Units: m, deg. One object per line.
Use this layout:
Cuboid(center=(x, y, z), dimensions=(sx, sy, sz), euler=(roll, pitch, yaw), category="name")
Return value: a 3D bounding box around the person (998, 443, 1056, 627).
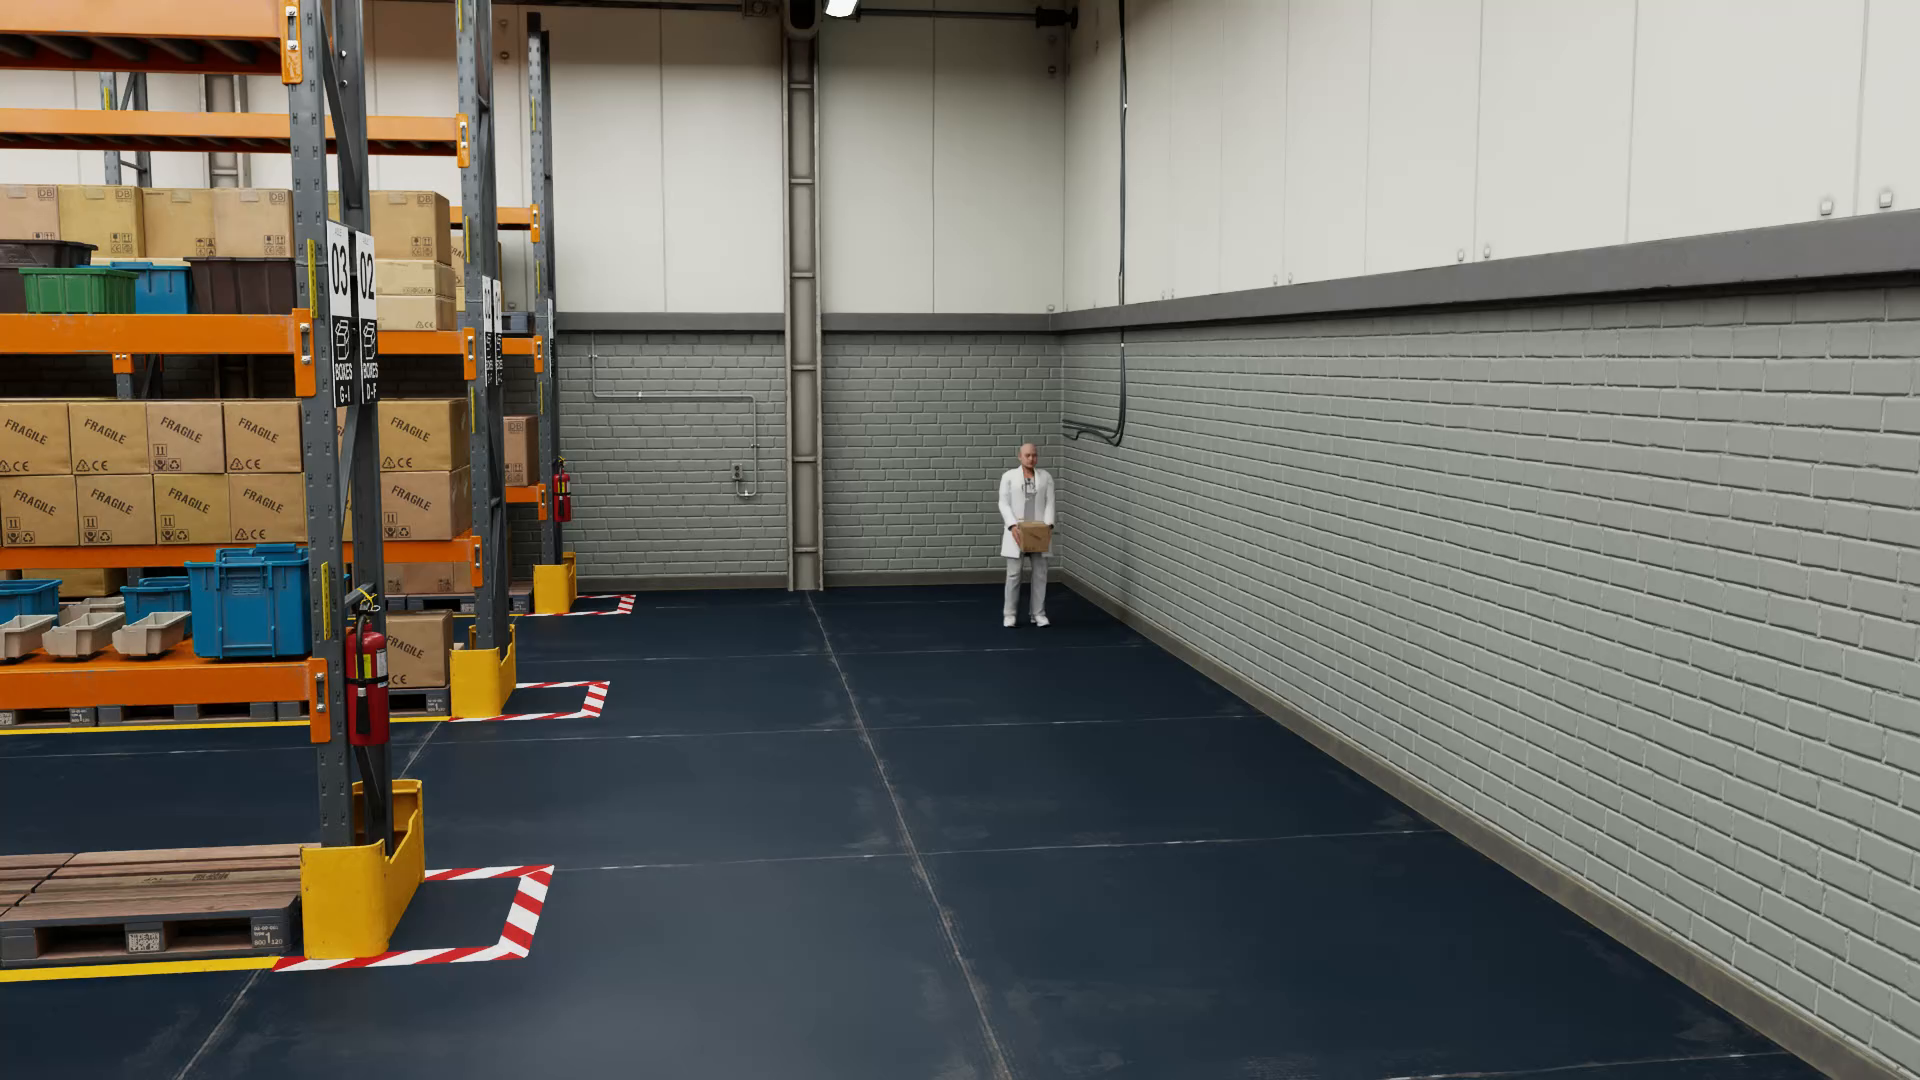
Cuboid(center=(0.668, -0.049, 16.175), dimensions=(0.572, 1.782, 0.479), euler=(-1, 6, -10), category="person")
